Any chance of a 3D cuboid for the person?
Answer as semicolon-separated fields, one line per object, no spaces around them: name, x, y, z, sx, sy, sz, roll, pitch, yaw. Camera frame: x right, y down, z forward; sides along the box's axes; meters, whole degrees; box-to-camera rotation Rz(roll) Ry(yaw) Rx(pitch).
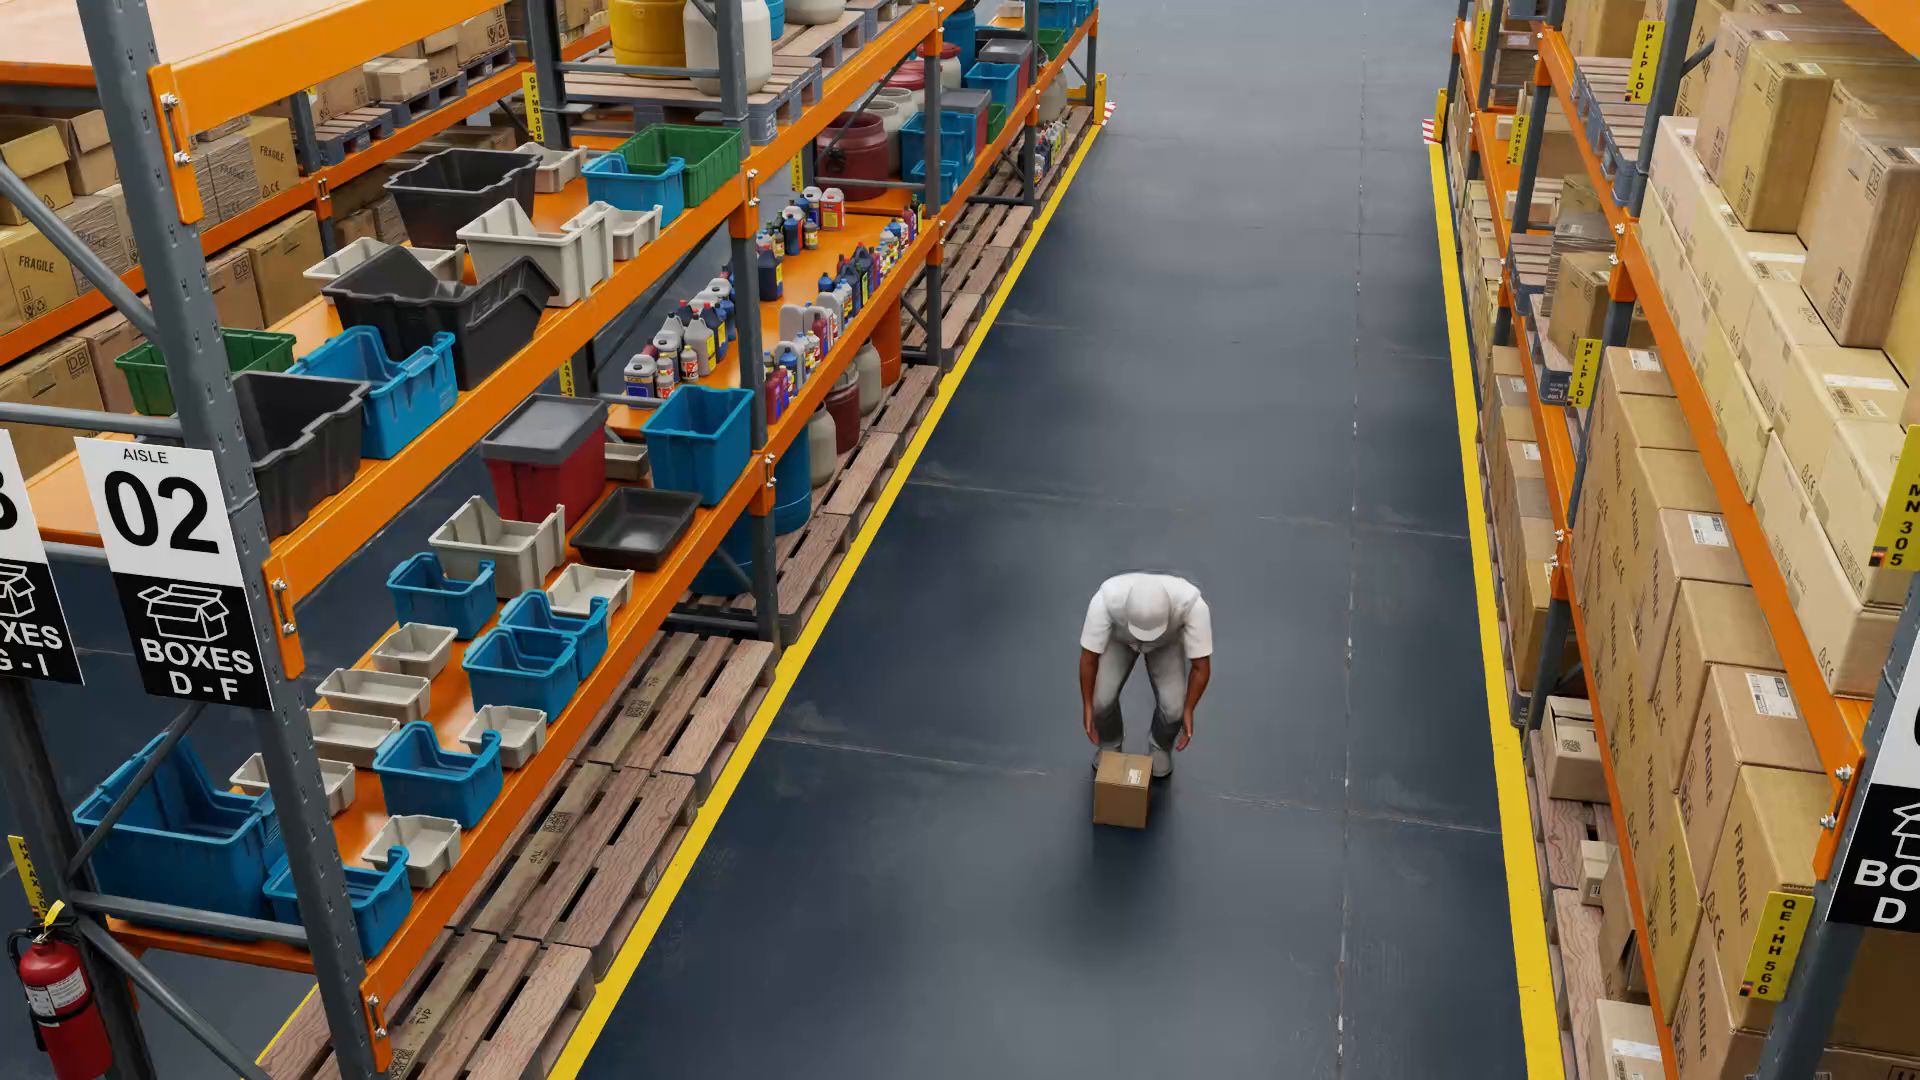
person;0.906;0.595;8.044;0.625;1.253;0.828;6;29;11
